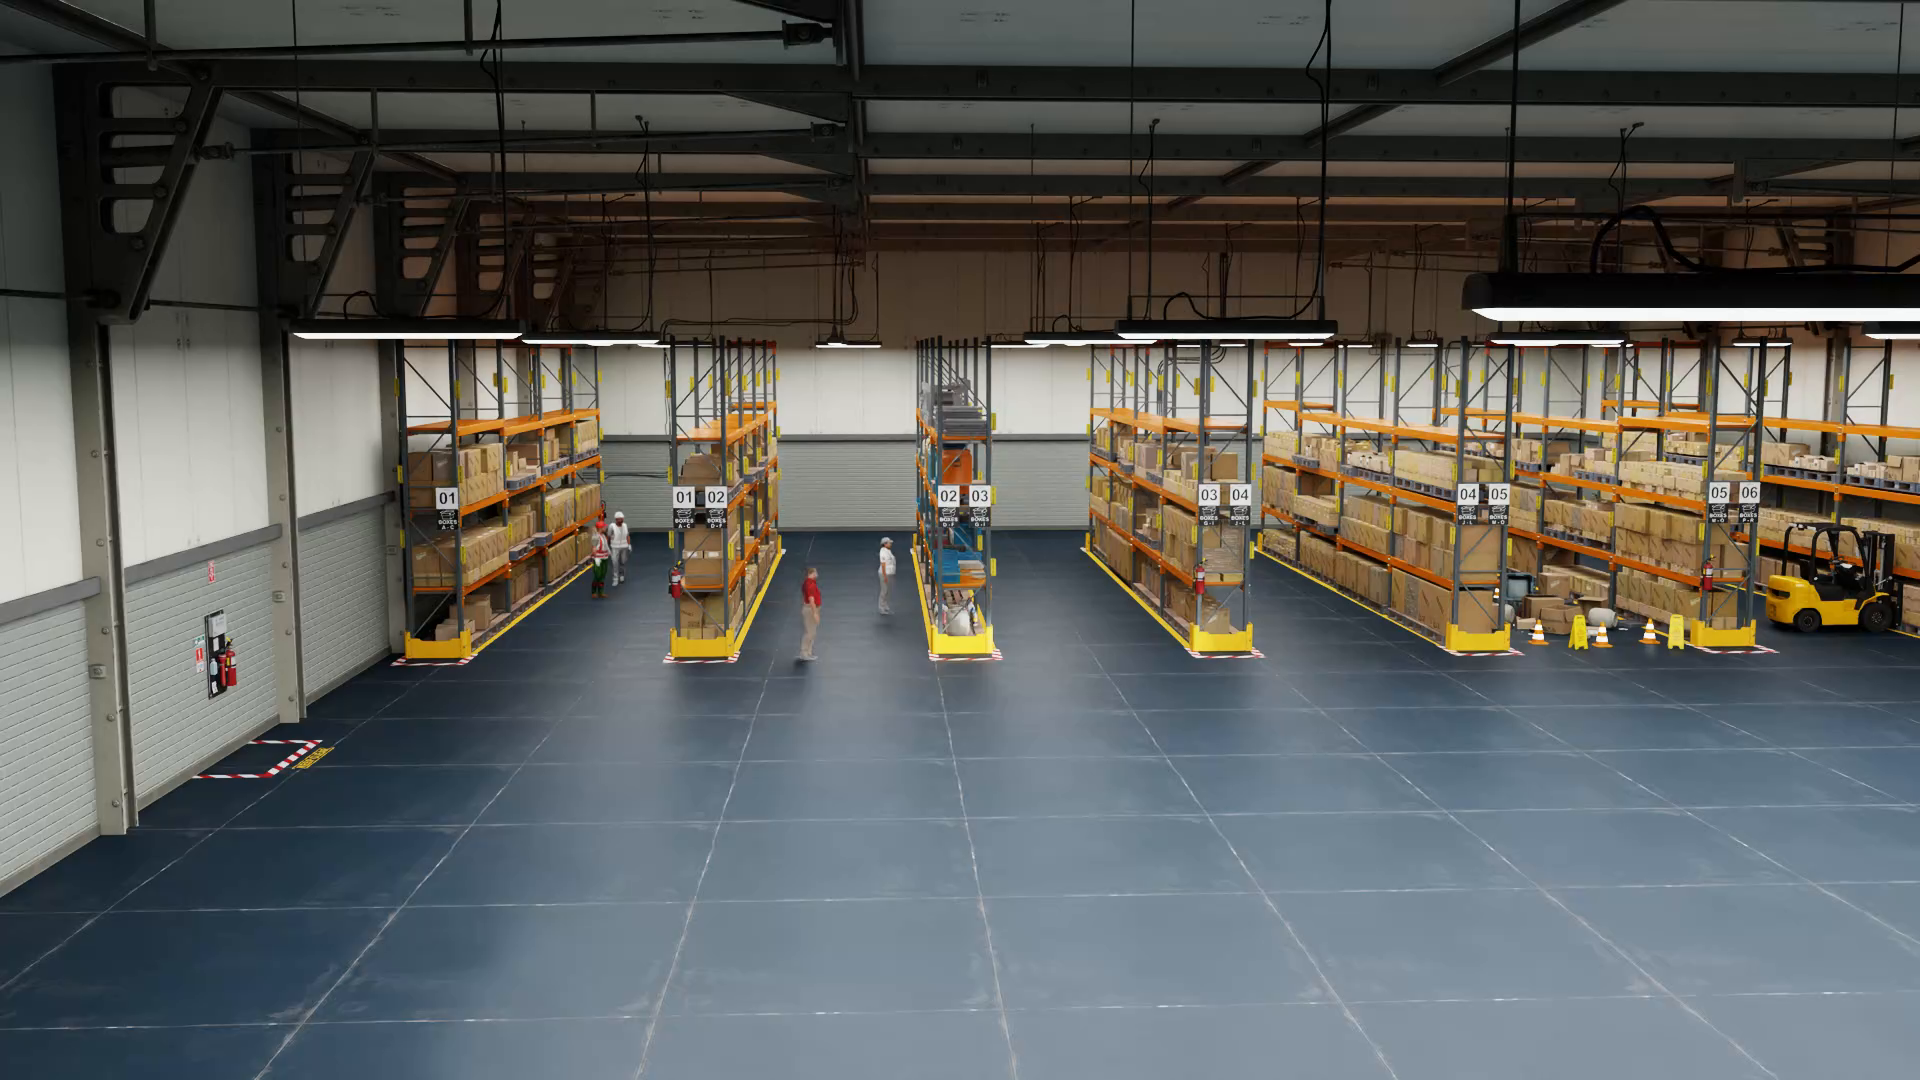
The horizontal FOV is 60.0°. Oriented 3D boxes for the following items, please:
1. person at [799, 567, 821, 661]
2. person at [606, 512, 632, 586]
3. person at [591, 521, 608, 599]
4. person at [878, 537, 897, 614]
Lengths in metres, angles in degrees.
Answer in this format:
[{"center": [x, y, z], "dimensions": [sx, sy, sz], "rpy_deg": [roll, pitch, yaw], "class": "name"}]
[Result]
[{"center": [-2.798, 1.374, 30.893], "dimensions": [0.422, 1.751, 0.740], "rpy_deg": [-2, 7, -14], "class": "person"}, {"center": [-8.404, 0.198, 40.864], "dimensions": [0.655, 1.767, 0.895], "rpy_deg": [-2, 7, -15], "class": "person"}, {"center": [-8.349, 0.453, 38.541], "dimensions": [0.408, 1.789, 0.524], "rpy_deg": [4, 8, 32], "class": "person"}, {"center": [-1.593, 0.788, 36.326], "dimensions": [0.394, 1.697, 0.613], "rpy_deg": [1, 7, 6], "class": "person"}]
